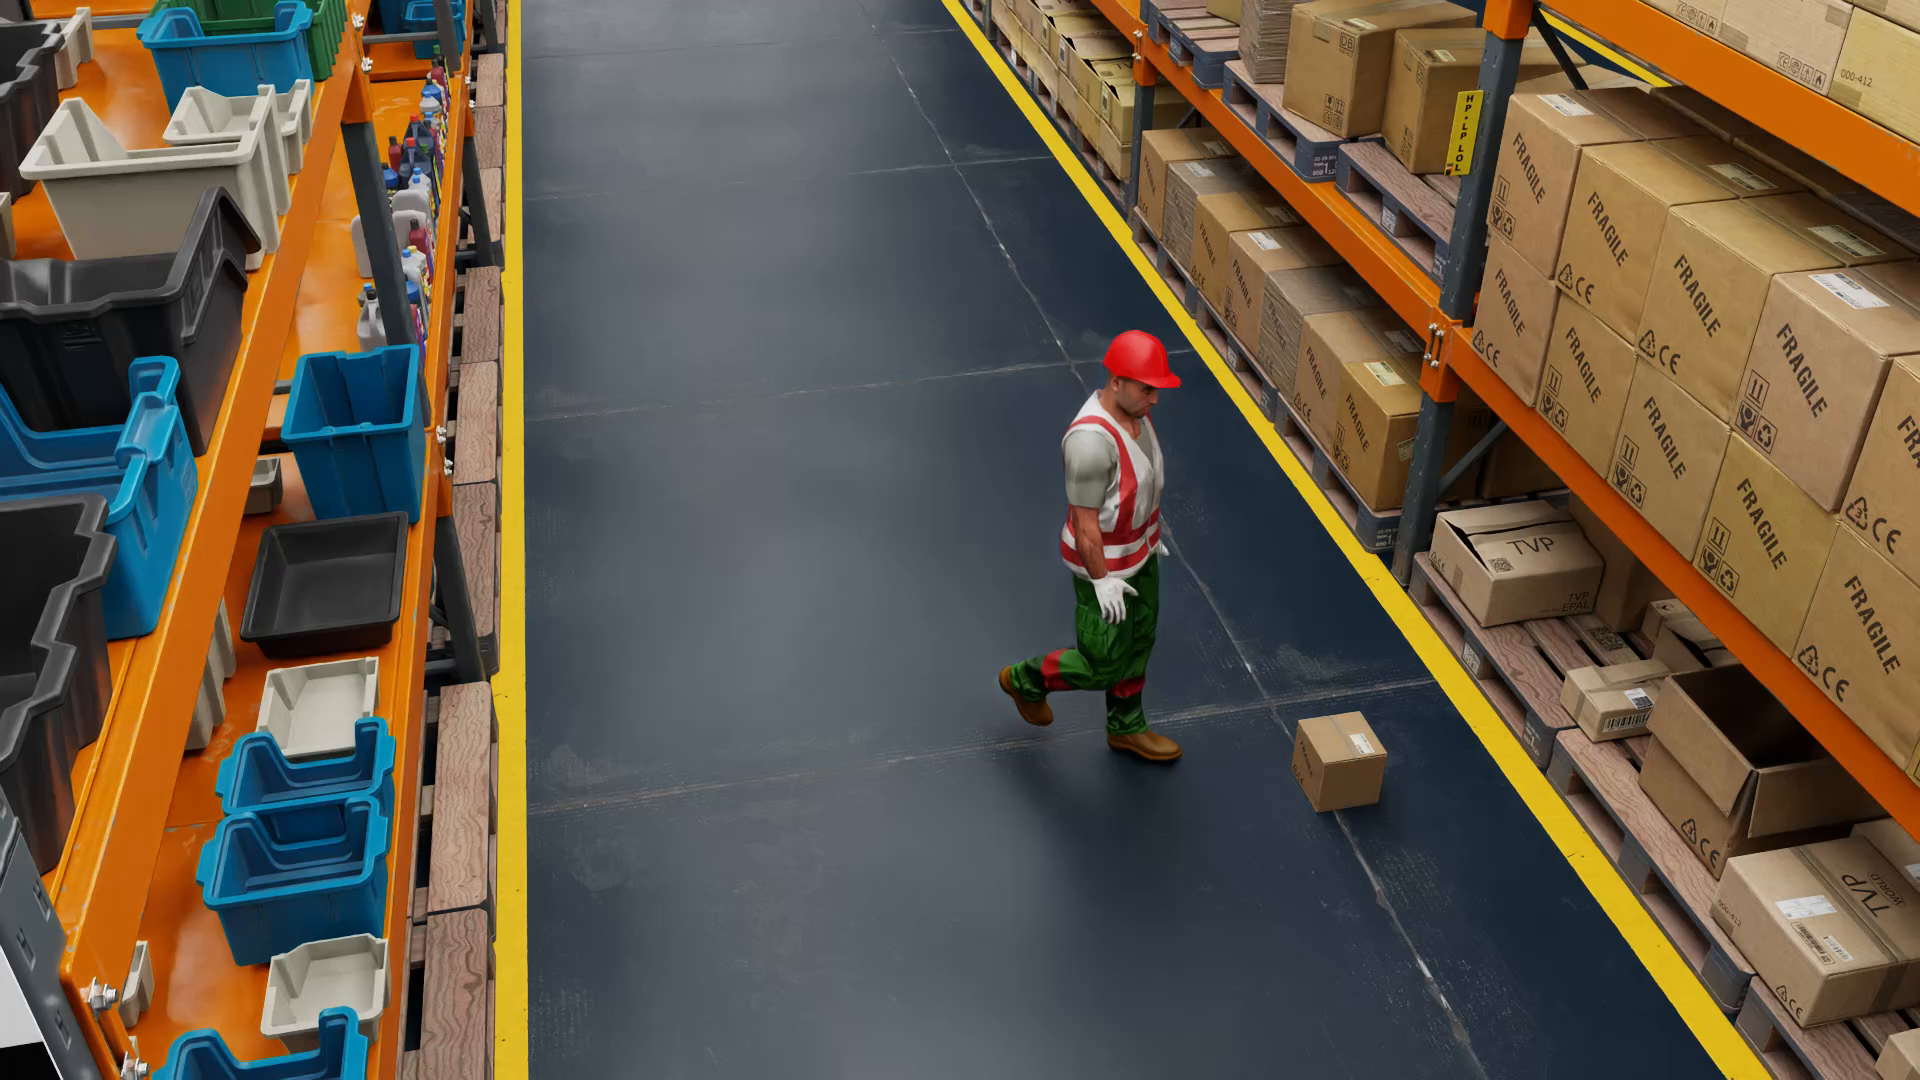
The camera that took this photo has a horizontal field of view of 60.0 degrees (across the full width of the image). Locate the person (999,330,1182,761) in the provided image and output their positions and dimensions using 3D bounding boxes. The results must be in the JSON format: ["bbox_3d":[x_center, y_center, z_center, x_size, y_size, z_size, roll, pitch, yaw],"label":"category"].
[{"bbox_3d":[0.521,0.048,6.034,0.699,1.778,0.570,18,38,24],"label":"person"}]
